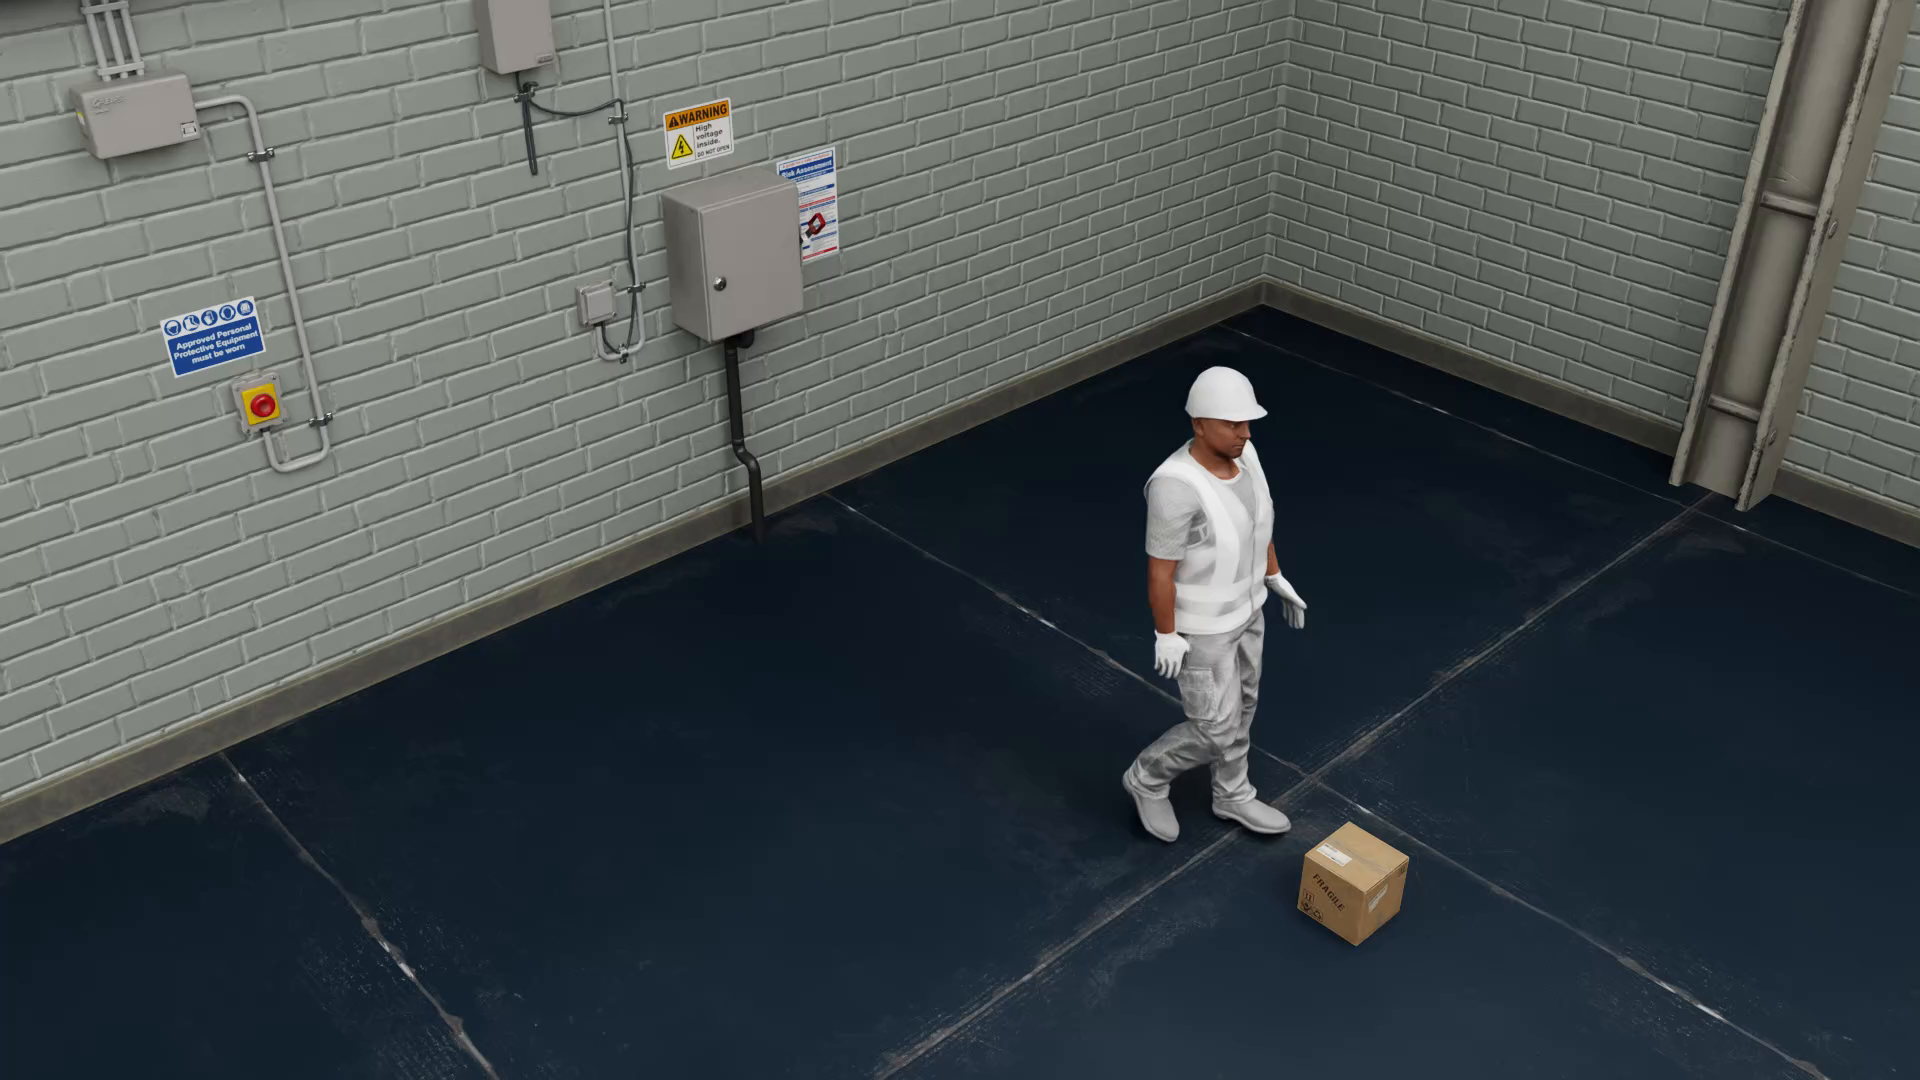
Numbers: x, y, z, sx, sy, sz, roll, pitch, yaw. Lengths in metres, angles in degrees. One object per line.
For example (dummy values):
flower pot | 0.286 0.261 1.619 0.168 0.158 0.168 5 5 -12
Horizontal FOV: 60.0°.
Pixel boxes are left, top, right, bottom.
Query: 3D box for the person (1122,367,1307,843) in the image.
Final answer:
person | 0.917 0.263 5.652 0.572 1.781 0.580 21 37 30
